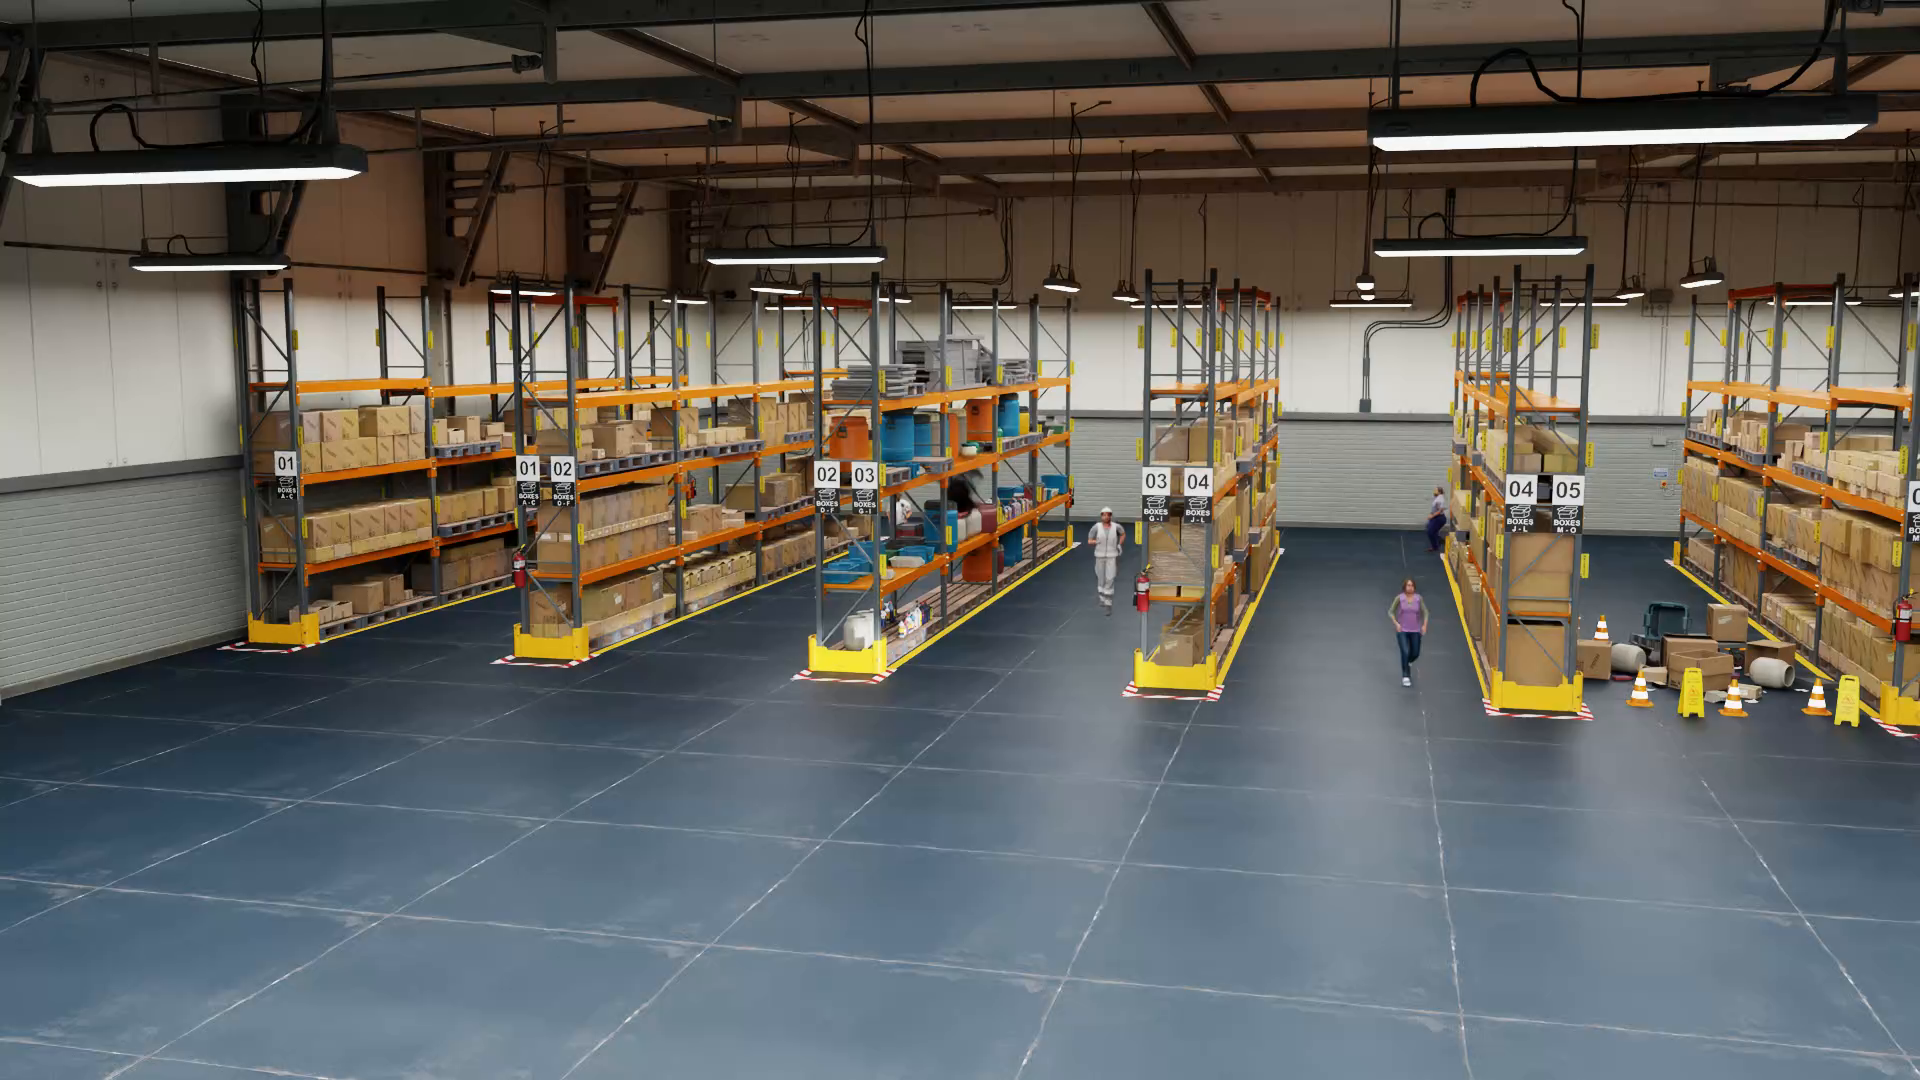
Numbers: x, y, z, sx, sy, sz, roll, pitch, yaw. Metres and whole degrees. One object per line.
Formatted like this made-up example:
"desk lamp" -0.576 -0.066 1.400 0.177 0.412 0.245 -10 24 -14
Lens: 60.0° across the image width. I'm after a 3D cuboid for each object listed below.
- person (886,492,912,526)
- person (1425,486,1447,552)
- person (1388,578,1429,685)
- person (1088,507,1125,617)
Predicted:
"person" -1.410 -0.346 37.901 0.581 1.622 0.536 1 7 9
"person" 11.319 -0.502 39.440 0.529 1.576 0.758 0 7 2
"person" 6.546 1.321 24.334 0.583 1.555 0.576 1 7 5
"person" 2.546 0.359 28.970 0.645 1.876 0.721 1 7 7
